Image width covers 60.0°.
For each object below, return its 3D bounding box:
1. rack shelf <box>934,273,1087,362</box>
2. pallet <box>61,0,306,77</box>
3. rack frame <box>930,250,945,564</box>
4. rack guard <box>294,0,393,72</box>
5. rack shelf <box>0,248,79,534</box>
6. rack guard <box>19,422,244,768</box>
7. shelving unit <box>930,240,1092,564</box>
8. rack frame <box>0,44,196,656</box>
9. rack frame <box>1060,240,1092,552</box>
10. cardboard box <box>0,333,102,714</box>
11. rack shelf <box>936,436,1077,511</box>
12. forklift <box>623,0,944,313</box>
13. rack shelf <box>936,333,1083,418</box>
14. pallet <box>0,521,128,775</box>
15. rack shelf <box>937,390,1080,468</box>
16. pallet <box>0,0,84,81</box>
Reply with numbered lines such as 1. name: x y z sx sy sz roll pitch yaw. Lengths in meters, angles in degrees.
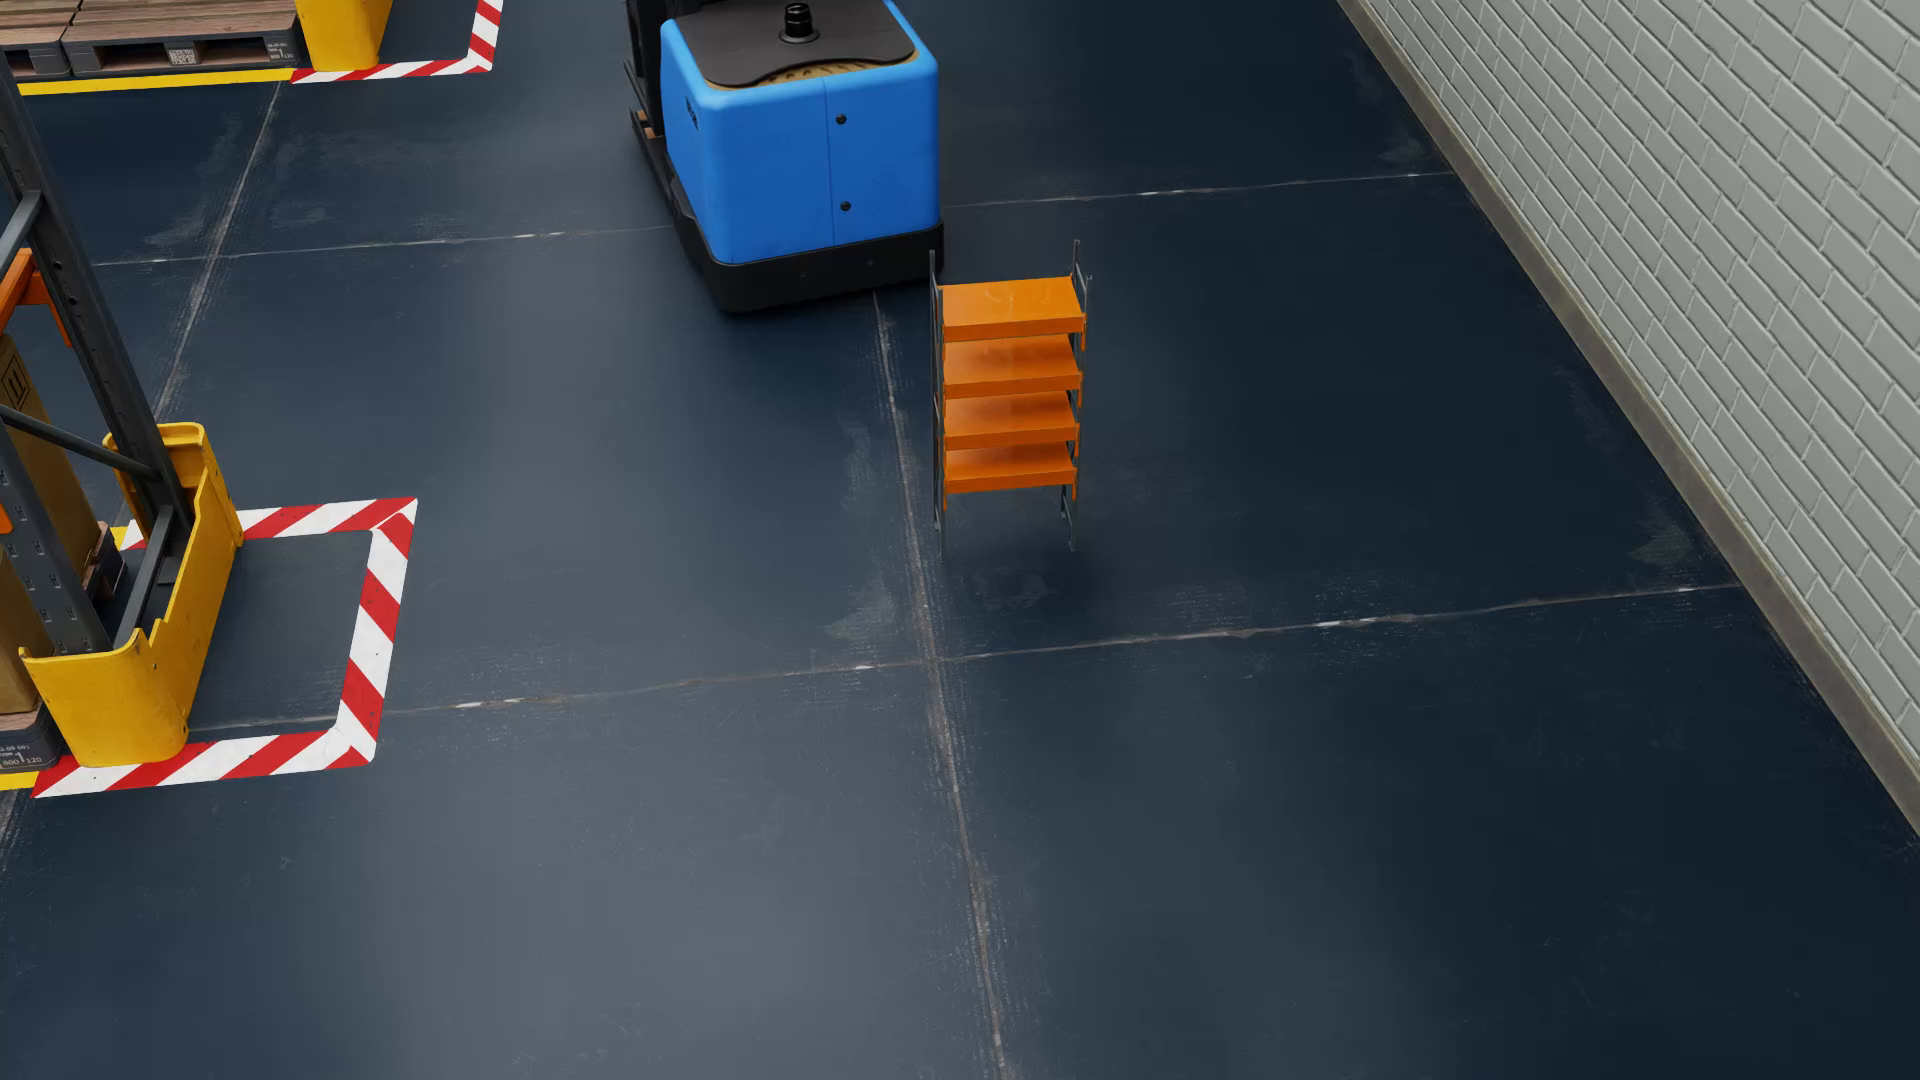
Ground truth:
1. rack shelf: 0.164 -0.752 5.601 0.480 0.148 0.258 -5 42 -6
2. pallet: -4.289 -2.974 9.389 1.213 0.211 1.003 -5 42 -6
3. rack frame: -0.078 -0.439 5.841 0.015 1.200 0.240 -5 42 -6
4. rack guard: -3.444 -3.137 9.355 0.348 0.500 1.175 -5 42 -6
5. rack shelf: -4.807 -0.325 4.907 4.000 0.370 1.077 -5 42 -6
6. rack guard: -2.800 0.161 5.699 0.348 0.500 1.175 -5 42 -6
7. shelving unit: 0.164 -0.460 5.864 0.503 1.200 0.258 -5 42 -6
8. rack frame: -2.824 -0.765 4.859 0.127 3.000 1.000 -5 42 -6
9. rack frame: 0.406 -0.481 5.888 0.015 1.200 0.240 -5 42 -6
10. cardboard box: -3.448 -0.024 5.310 0.875 0.875 0.875 -5 42 -6
11. rack shelf: 0.164 -0.263 6.042 0.480 0.148 0.258 -5 42 -6
12. forklift: -1.039 -3.078 7.474 1.130 2.935 3.031 -13 44 -14
13. rack shelf: 0.164 -0.576 5.759 0.480 0.148 0.258 -5 42 -6
14. pallet: -3.607 0.391 5.658 1.213 0.211 1.003 -5 42 -6
15. rack shelf: 0.164 -0.410 5.909 0.480 0.148 0.258 -5 42 -6
16. pallet: -5.496 -2.870 9.274 1.213 0.211 1.003 -5 42 -6
